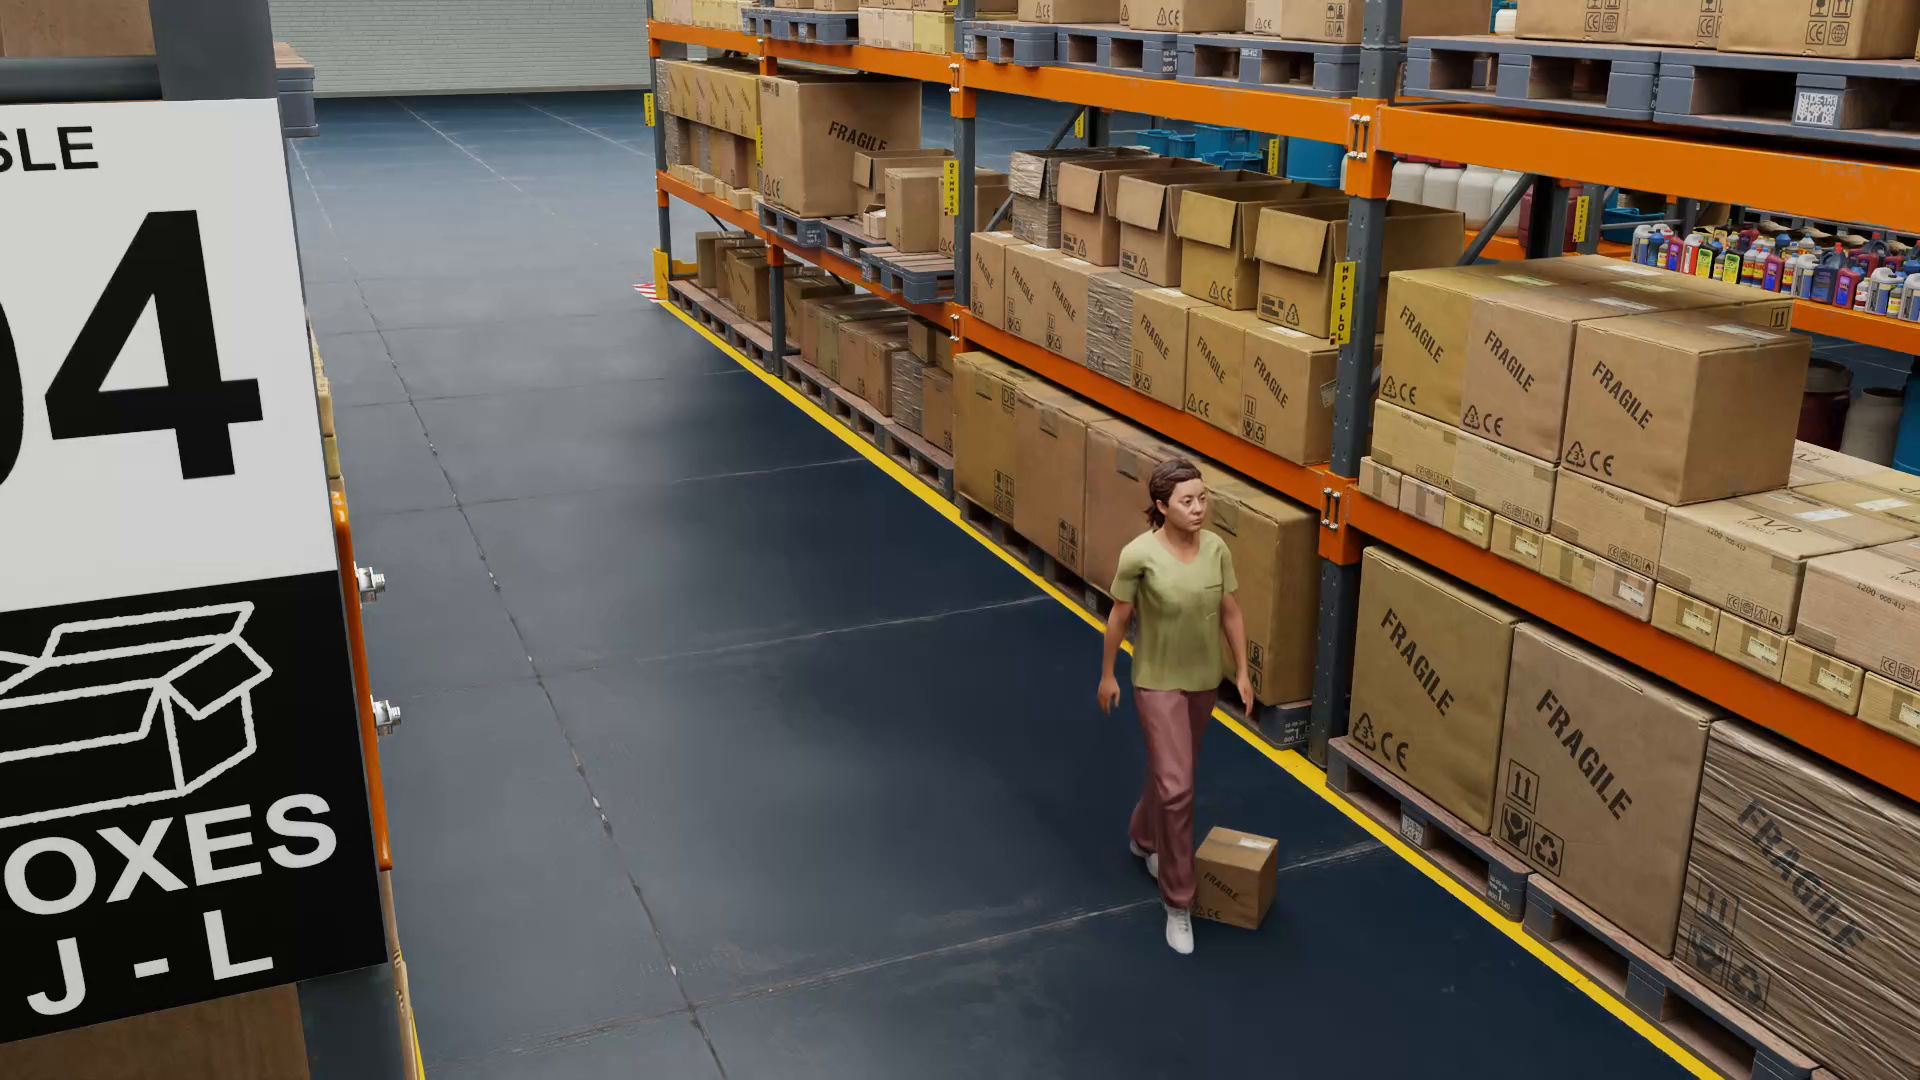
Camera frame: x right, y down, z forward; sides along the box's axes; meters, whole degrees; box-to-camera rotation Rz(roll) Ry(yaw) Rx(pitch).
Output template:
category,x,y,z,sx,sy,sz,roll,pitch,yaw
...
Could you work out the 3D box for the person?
category,x,y,z,sx,sy,sz,roll,pitch,yaw
person,0.805,0.561,5.963,0.490,1.712,0.693,-8,21,-22
